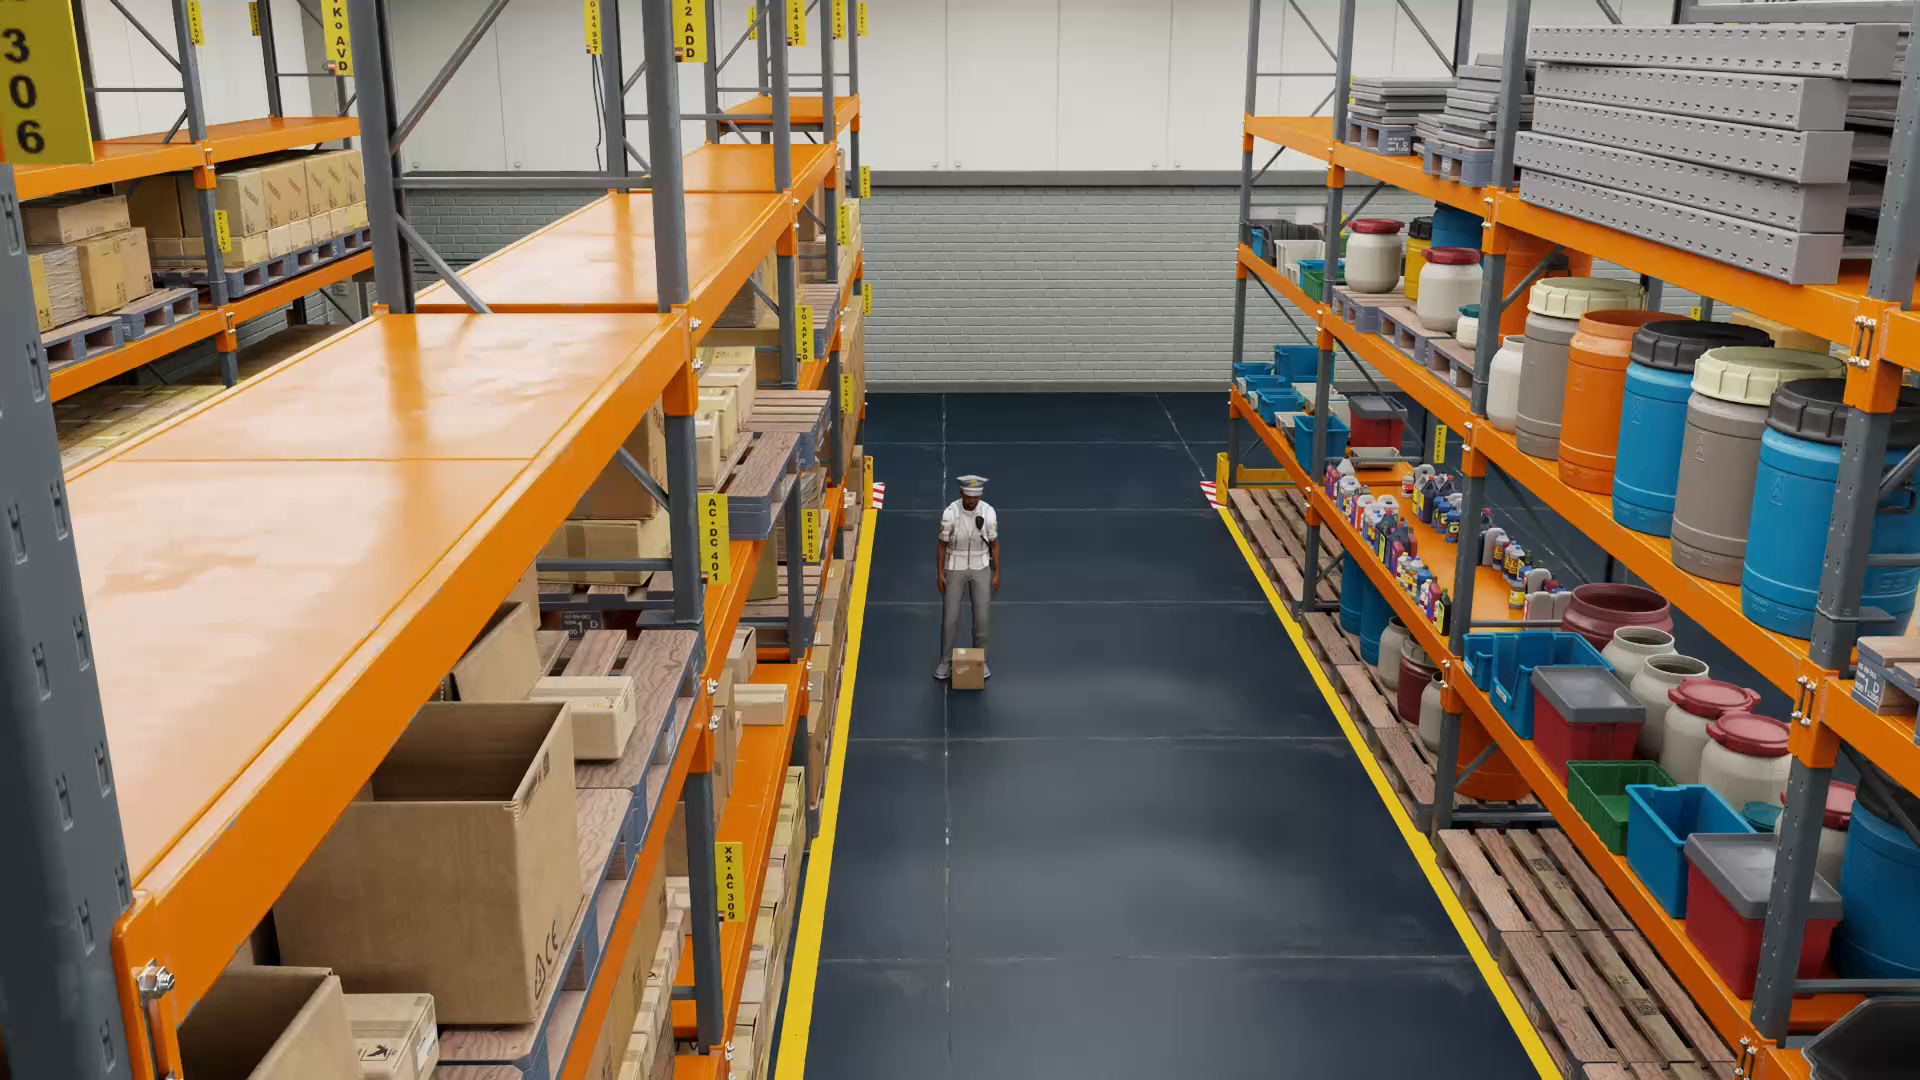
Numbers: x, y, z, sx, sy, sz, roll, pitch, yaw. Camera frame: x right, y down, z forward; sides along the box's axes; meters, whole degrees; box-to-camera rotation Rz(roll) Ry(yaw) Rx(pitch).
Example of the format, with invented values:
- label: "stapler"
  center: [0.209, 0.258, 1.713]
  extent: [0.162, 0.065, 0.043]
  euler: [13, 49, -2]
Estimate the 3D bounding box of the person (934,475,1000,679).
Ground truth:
- label: "person"
  center: [0.054, 0.275, 13.179]
  extent: [0.530, 1.663, 0.391]
  euler: [-1, 17, -3]
